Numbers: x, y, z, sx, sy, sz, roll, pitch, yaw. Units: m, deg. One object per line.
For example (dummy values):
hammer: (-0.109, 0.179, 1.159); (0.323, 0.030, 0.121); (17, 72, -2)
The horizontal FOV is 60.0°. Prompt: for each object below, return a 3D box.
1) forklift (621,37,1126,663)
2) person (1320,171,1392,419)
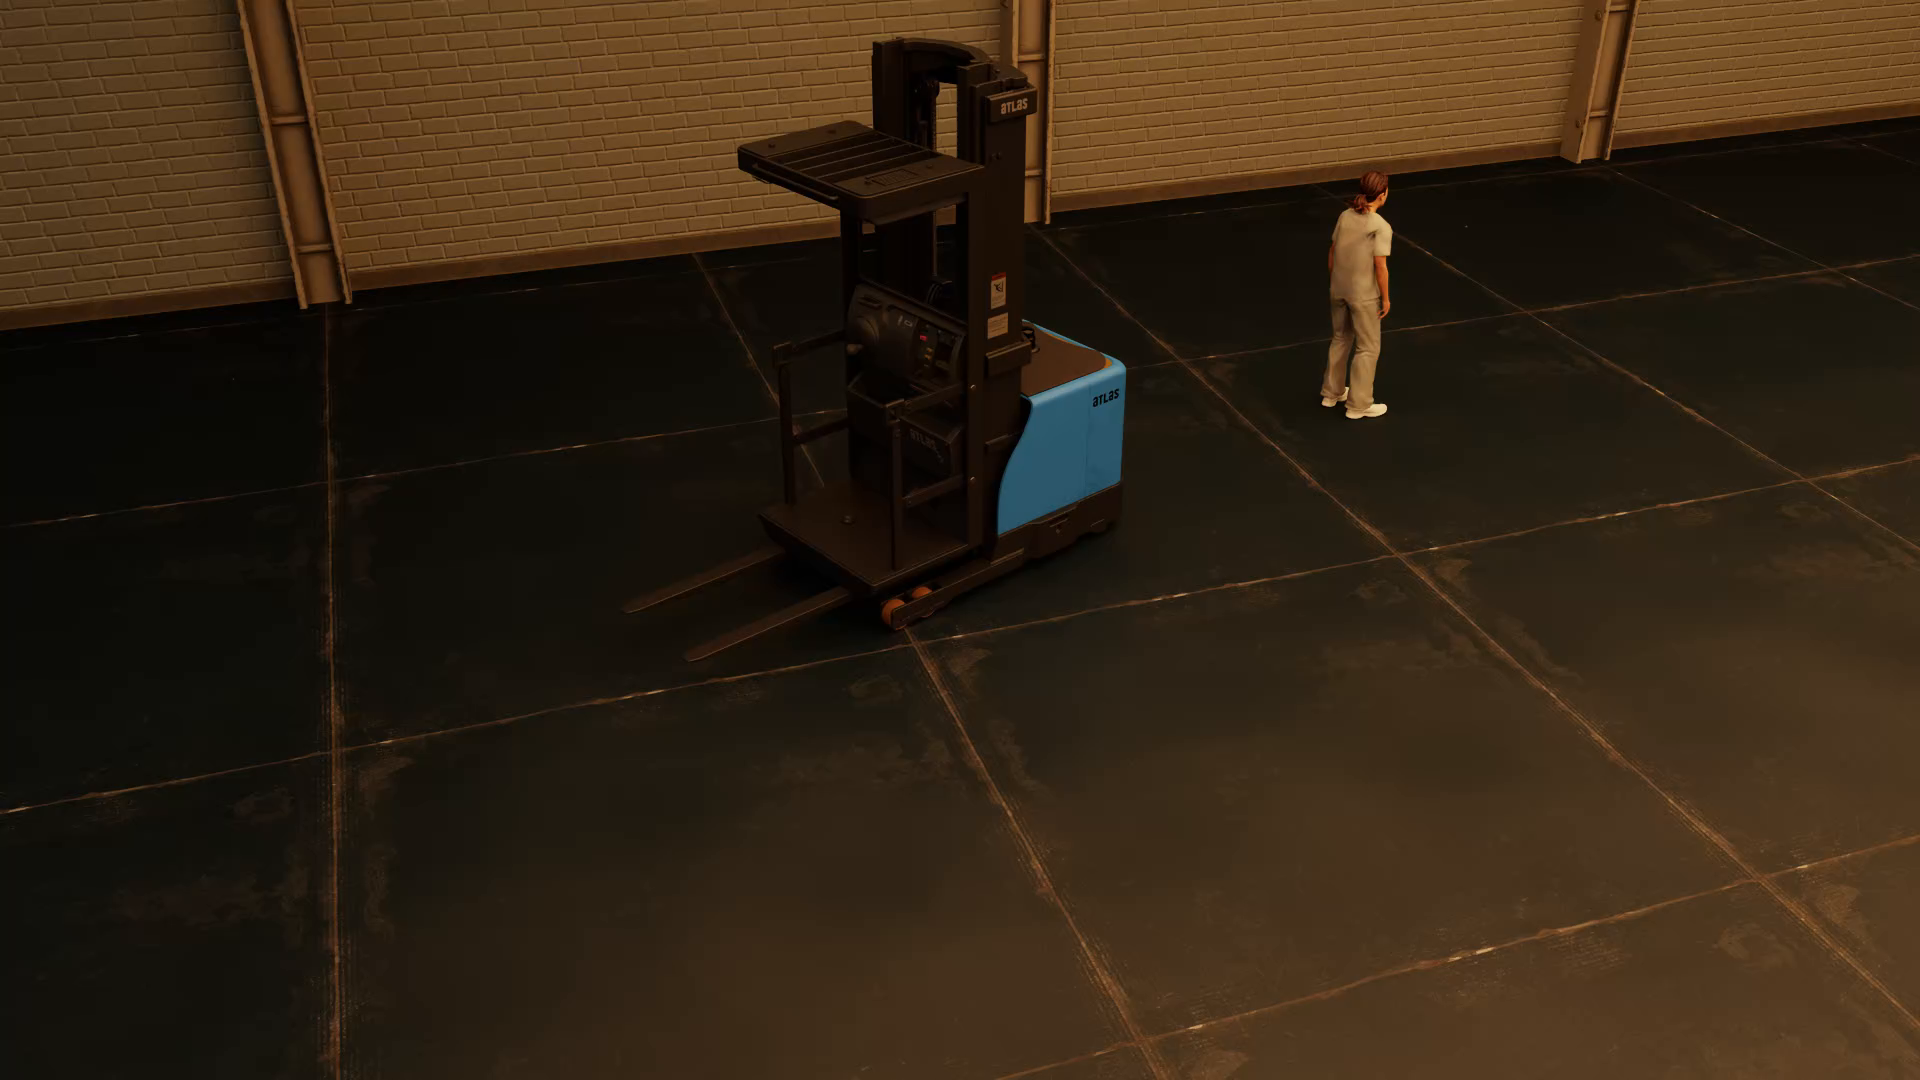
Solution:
forklift: (-0.461, -1.072, 8.951); (3.031, 2.935, 1.130); (-23, 37, -34)
person: (2.696, -1.659, 11.234); (0.360, 1.672, 0.515); (-20, 36, -31)
